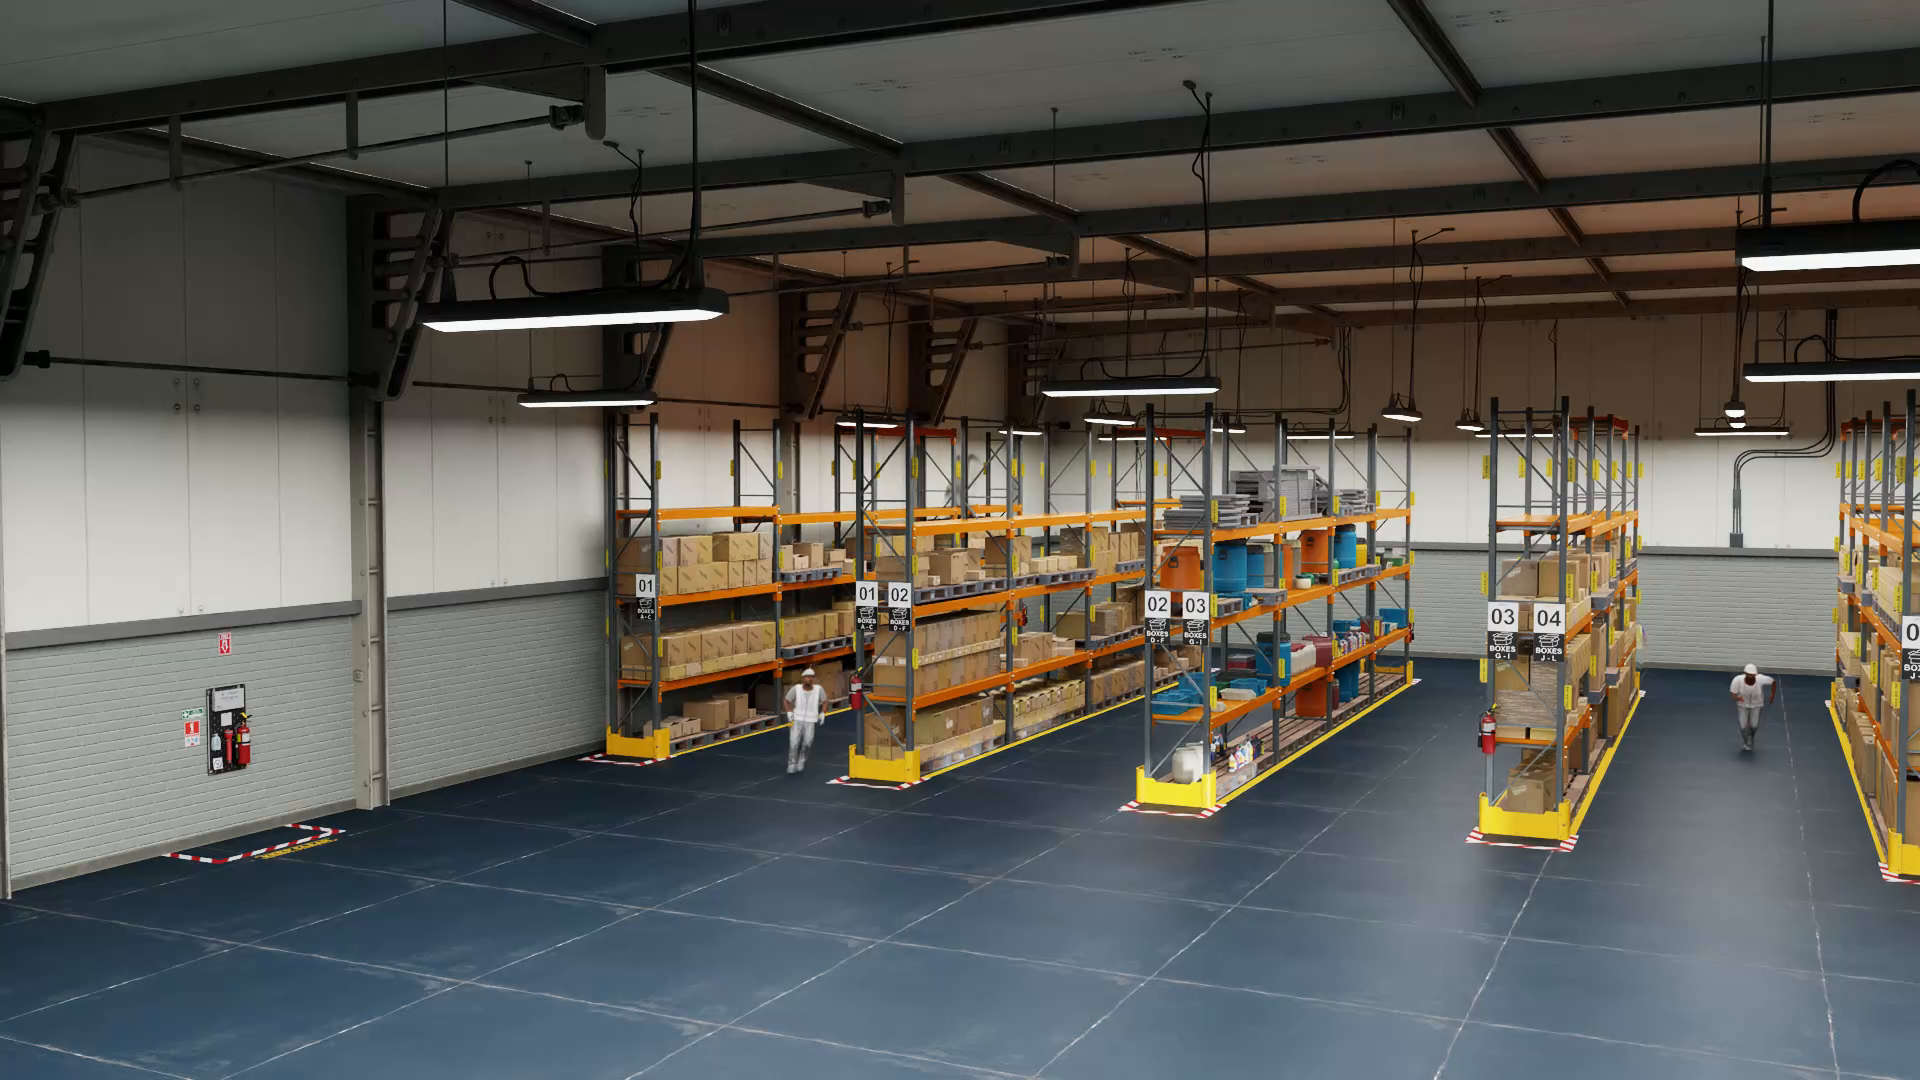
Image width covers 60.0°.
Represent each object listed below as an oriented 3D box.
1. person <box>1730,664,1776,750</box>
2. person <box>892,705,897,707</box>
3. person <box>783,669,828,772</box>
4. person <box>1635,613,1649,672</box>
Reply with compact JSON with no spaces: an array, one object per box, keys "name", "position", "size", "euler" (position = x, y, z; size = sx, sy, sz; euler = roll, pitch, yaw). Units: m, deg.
[{"name":"person","position":[14.026,2.966,29.417],"size":[0.735,1.587,0.865],"euler":[1,3,25]},{"name":"person","position":[-0.989,2.839,31.541],"size":[0.647,1.707,0.942],"euler":[1,3,24]},{"name":"person","position":[-2.548,2.983,27.398],"size":[0.742,1.720,0.546],"euler":[0,2,-5]},{"name":"person","position":[15.511,2.530,38.320],"size":[0.716,1.733,0.577],"euler":[0,2,-12]}]
